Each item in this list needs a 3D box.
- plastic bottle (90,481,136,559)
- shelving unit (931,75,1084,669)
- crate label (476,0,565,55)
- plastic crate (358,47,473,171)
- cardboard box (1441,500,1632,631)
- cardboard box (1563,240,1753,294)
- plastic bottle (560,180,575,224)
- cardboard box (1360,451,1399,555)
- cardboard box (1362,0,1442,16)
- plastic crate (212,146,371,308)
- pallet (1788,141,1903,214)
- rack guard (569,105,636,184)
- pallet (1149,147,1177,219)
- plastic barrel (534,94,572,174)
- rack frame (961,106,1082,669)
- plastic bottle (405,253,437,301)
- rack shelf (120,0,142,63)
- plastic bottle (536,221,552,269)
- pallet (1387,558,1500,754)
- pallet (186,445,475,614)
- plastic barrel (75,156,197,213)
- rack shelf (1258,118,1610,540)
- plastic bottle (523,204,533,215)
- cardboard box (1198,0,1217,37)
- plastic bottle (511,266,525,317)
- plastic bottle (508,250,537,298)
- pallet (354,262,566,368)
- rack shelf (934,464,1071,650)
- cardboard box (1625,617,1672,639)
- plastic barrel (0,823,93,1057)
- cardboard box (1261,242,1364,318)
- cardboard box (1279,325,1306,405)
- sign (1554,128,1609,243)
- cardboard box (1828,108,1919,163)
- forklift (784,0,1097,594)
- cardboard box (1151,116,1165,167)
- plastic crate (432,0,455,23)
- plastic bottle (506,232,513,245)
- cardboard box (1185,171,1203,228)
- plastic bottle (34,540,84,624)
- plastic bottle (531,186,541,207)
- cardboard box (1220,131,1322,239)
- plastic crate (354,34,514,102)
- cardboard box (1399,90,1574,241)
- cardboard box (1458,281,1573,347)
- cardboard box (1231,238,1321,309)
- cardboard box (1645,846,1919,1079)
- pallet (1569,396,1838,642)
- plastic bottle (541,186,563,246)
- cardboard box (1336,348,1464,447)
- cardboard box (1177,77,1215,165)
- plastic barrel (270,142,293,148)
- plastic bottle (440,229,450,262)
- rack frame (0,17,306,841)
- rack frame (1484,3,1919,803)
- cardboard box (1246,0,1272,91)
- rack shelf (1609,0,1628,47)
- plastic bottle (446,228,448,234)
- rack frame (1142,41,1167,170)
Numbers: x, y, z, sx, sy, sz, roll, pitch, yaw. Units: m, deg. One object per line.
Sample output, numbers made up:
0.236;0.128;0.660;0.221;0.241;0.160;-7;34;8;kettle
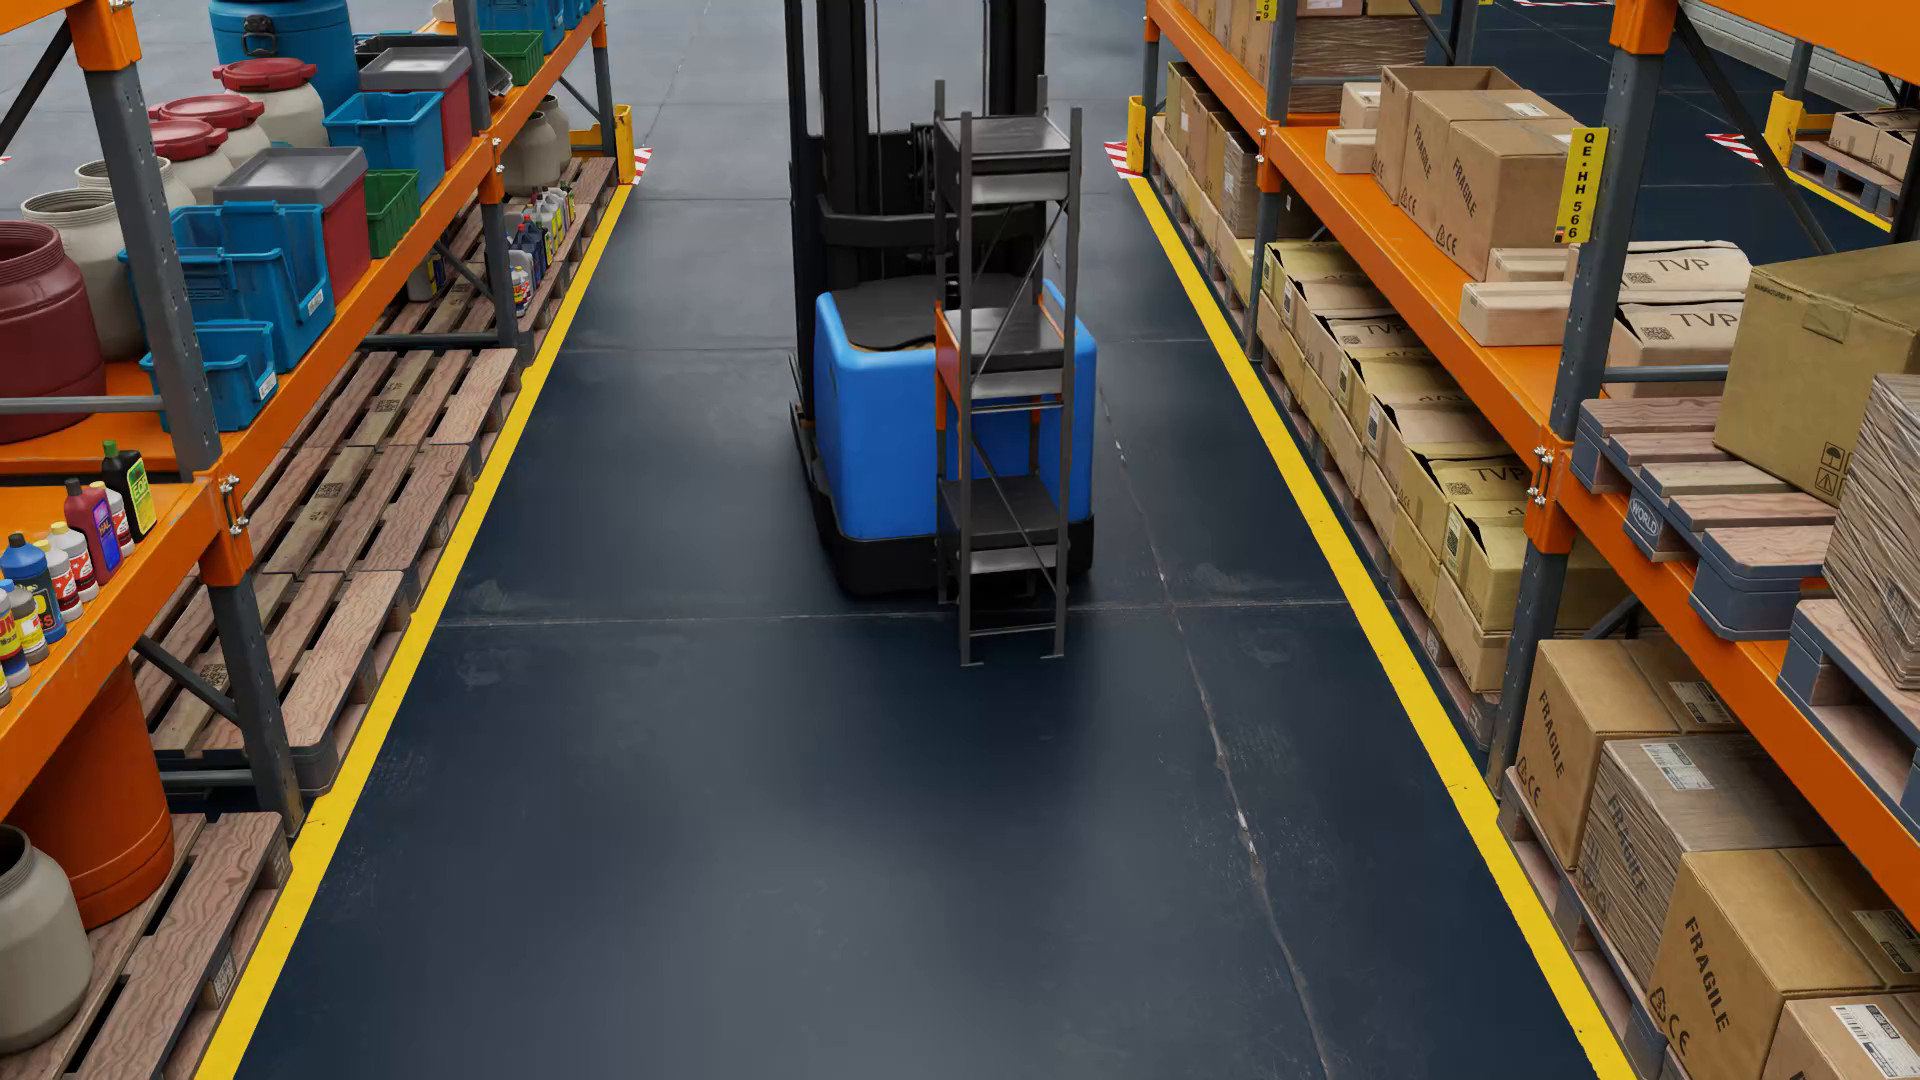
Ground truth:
-2.221;-0.055;4.326;0.097;0.201;0.097;0;28;0;plastic bottle
0.155;-0.574;6.080;0.431;2.100;0.503;-5;28;-9;shelving unit
-2.708;-3.240;10.180;0.502;0.435;0.616;-1;28;-3;crate label
-2.534;-2.032;7.834;0.402;0.464;0.583;-1;28;-3;plastic crate
2.017;0.058;5.809;0.500;0.311;0.500;-1;28;-1;cardboard box
2.437;-0.869;5.769;0.500;0.311;0.500;-2;28;-3;cardboard box
-2.516;-2.167;10.623;0.061;0.283;0.133;-1;28;-1;plastic bottle
1.966;-0.165;6.842;0.500;0.250;0.500;-1;28;-1;cardboard box
2.261;-2.799;8.563;0.380;0.149;0.250;-1;28;-3;cardboard box
-2.435;-1.155;6.152;0.402;0.464;0.583;-1;28;-3;plastic crate
6.831;-2.659;12.120;1.003;0.211;1.213;-1;28;-3;pallet
-3.023;-2.925;12.318;1.175;0.500;0.348;-1;28;-3;rack guard
1.955;-2.597;12.001;1.003;0.211;1.213;-1;28;-3;pallet
-2.963;-2.848;11.704;0.421;0.512;0.421;0;28;0;plastic barrel
0.200;-0.463;5.867;0.400;2.100;0.015;-5;28;-9;rack frame
-3.042;-1.535;9.338;0.144;0.351;0.185;-1;28;-3;plastic bottle
-2.761;-2.308;5.965;1.077;0.370;4.000;-1;28;-3;rack shelf
-2.470;-1.758;9.839;0.061;0.283;0.133;0;28;0;plastic bottle
2.287;0.364;6.323;1.003;0.211;1.213;-1;28;-3;pallet
-2.718;-0.057;7.132;1.003;0.211;1.213;-1;28;-3;pallet
-2.945;-1.087;5.970;0.421;0.512;0.421;0;28;0;plastic barrel
2.186;-1.095;6.885;1.077;0.370;4.000;-1;28;-3;rack shelf
-2.671;-1.991;10.375;0.097;0.201;0.097;0;28;0;plastic bottle
1.937;-3.542;10.689;0.700;0.500;0.500;-1;28;-2;cardboard box
-2.444;-1.363;9.095;0.097;0.271;0.097;0;28;0;plastic bottle
-2.488;-1.514;9.379;0.152;0.276;0.135;0;28;-1;plastic bottle
-2.858;-1.295;9.505;1.003;0.211;1.213;-1;28;-3;pallet
0.155;0.059;6.410;0.431;0.518;0.480;-5;28;-9;rack shelf
2.557;0.293;5.964;0.500;0.250;0.500;-1;28;-3;cardboard box
-2.495;1.028;4.271;0.421;0.512;0.421;0;28;0;plastic barrel
1.855;-1.357;8.521;0.500;0.311;0.500;-1;28;-2;cardboard box
1.881;-0.877;8.207;0.500;0.250;0.500;-1;28;-1;cardboard box
1.737;-0.989;4.651;0.100;0.325;0.005;-1;28;-3;sign
6.766;-2.988;12.167;0.500;0.311;0.500;-4;28;-8;cardboard box
-0.230;-1.744;7.424;1.130;2.935;3.031;-5;28;-9;forklift
1.679;-2.899;12.085;0.500;0.250;0.500;-1;28;-3;cardboard box
-3.348;-3.529;11.059;0.298;0.136;0.250;-1;28;-3;plastic crate
-2.621;-1.652;9.649;0.097;0.271;0.097;0;28;0;plastic bottle
1.756;-2.207;10.756;0.500;0.250;0.500;-1;28;-3;cardboard box
-2.204;0.097;4.035;0.097;0.201;0.097;0;28;0;plastic bottle
-2.661;-2.101;10.496;0.061;0.283;0.133;-1;28;-3;plastic bottle
1.825;-2.078;9.698;0.500;0.500;0.500;-1;28;-3;cardboard box
-2.765;-2.438;8.747;0.767;0.338;0.504;-1;28;-3;plastic crate
2.159;-1.553;6.875;0.500;0.500;0.500;-1;28;-3;cardboard box
1.968;-0.788;5.789;0.380;0.149;0.250;-1;28;-3;cardboard box
1.839;-1.514;9.428;0.500;0.250;0.500;-1;28;-3;cardboard box
2.083;1.113;4.100;0.500;0.500;0.500;-2;28;-3;cardboard box
2.396;-0.094;4.395;1.213;0.211;1.003;-1;28;-3;pallet
-2.534;-1.993;10.216;0.144;0.351;0.185;0;28;-1;plastic bottle
1.936;-0.647;7.160;0.500;0.311;0.500;-1;28;-1;cardboard box
1.746;-2.770;11.026;0.500;0.500;0.500;-1;28;-3;cardboard box
-2.949;-1.544;7.116;0.301;0.262;0.301;0;28;0;plastic barrel
-3.112;-1.817;9.952;0.061;0.283;0.133;-1;28;-3;plastic bottle
-2.656;-0.373;4.721;1.000;3.000;0.127;-1;28;-3;rack frame
2.291;-0.491;4.947;1.000;3.000;0.127;-1;28;-3;rack frame
2.018;-2.831;9.325;0.700;0.500;0.500;-2;28;-3;cardboard box
2.186;-2.425;6.191;1.077;0.370;4.000;-1;28;-3;rack shelf
-3.272;-2.050;10.411;0.097;0.271;0.097;0;28;0;plastic bottle
1.873;-4.185;12.031;1.000;3.000;0.127;-1;28;-3;rack frame
